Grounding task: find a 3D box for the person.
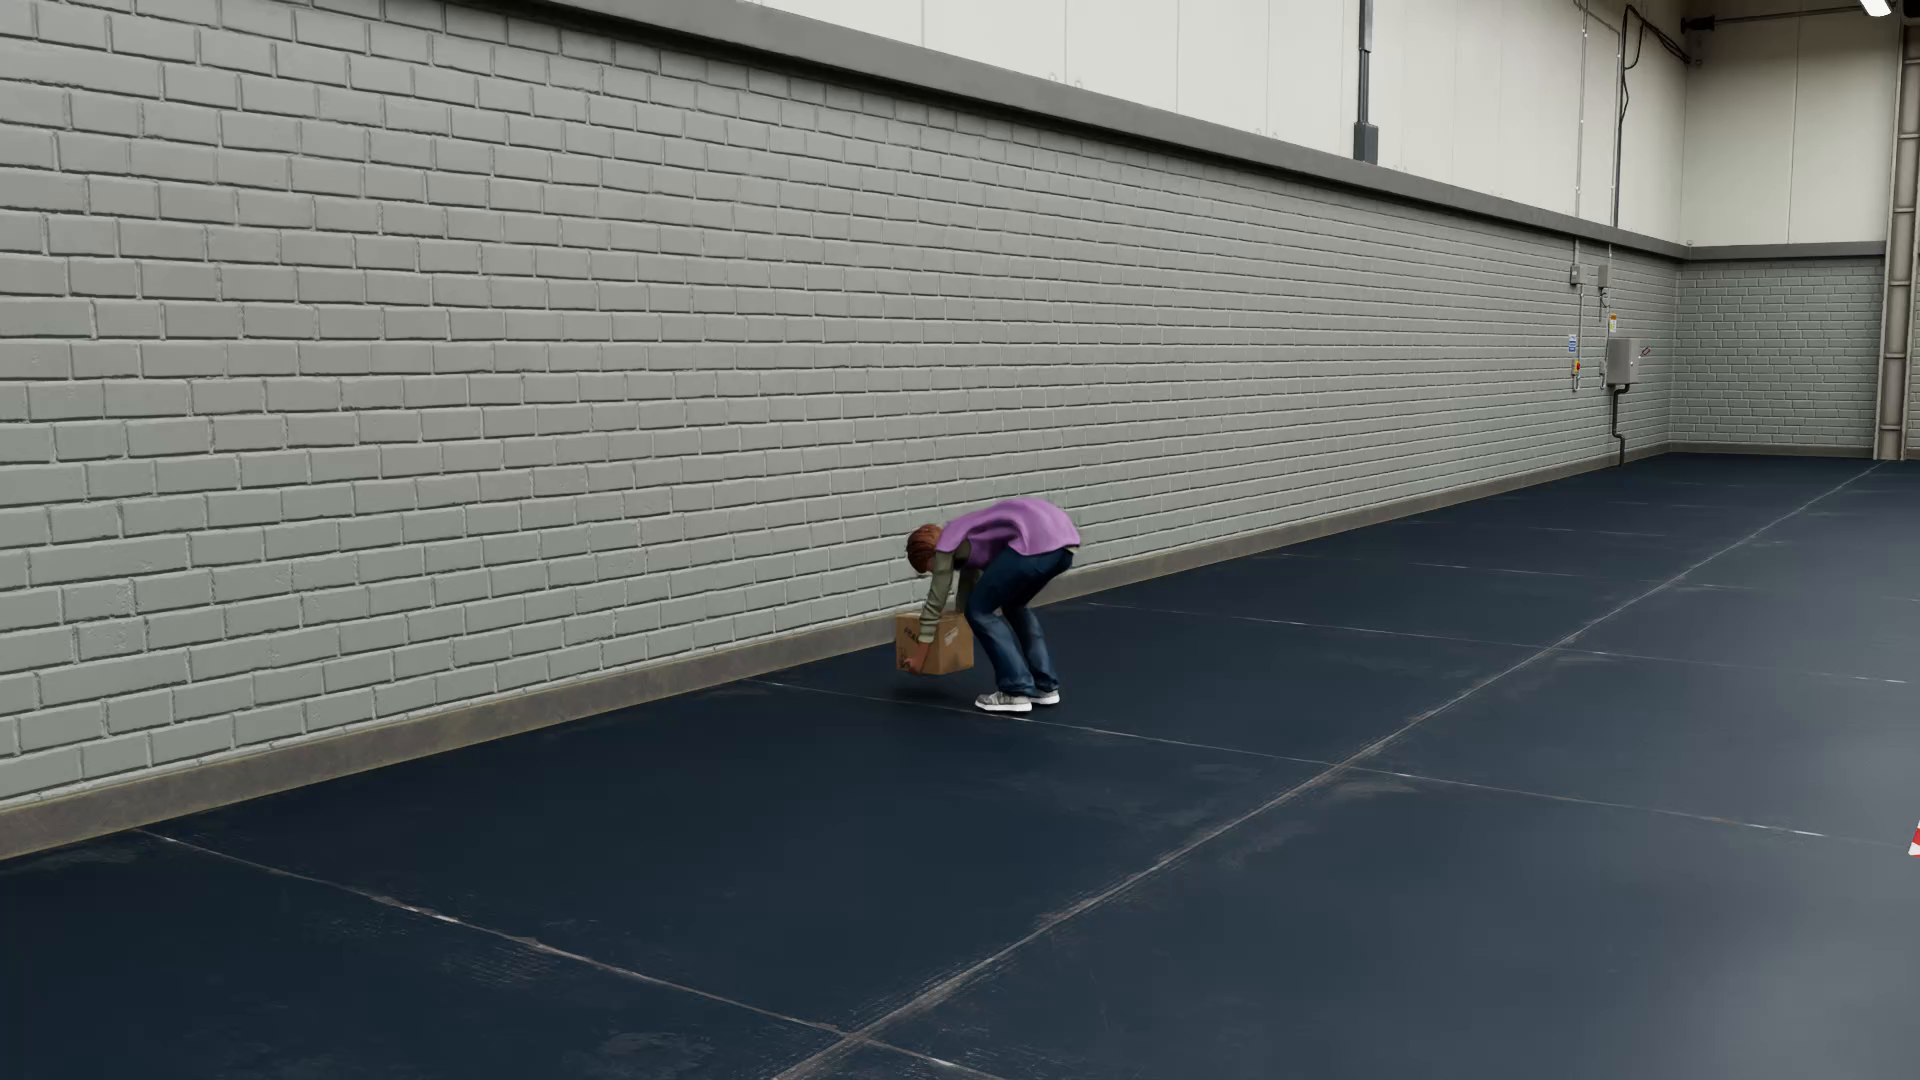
[{"bbox_3d":[0.120,0.267,7.330,0.860,0.923,0.416,4,8,34],"label":"person"}]
